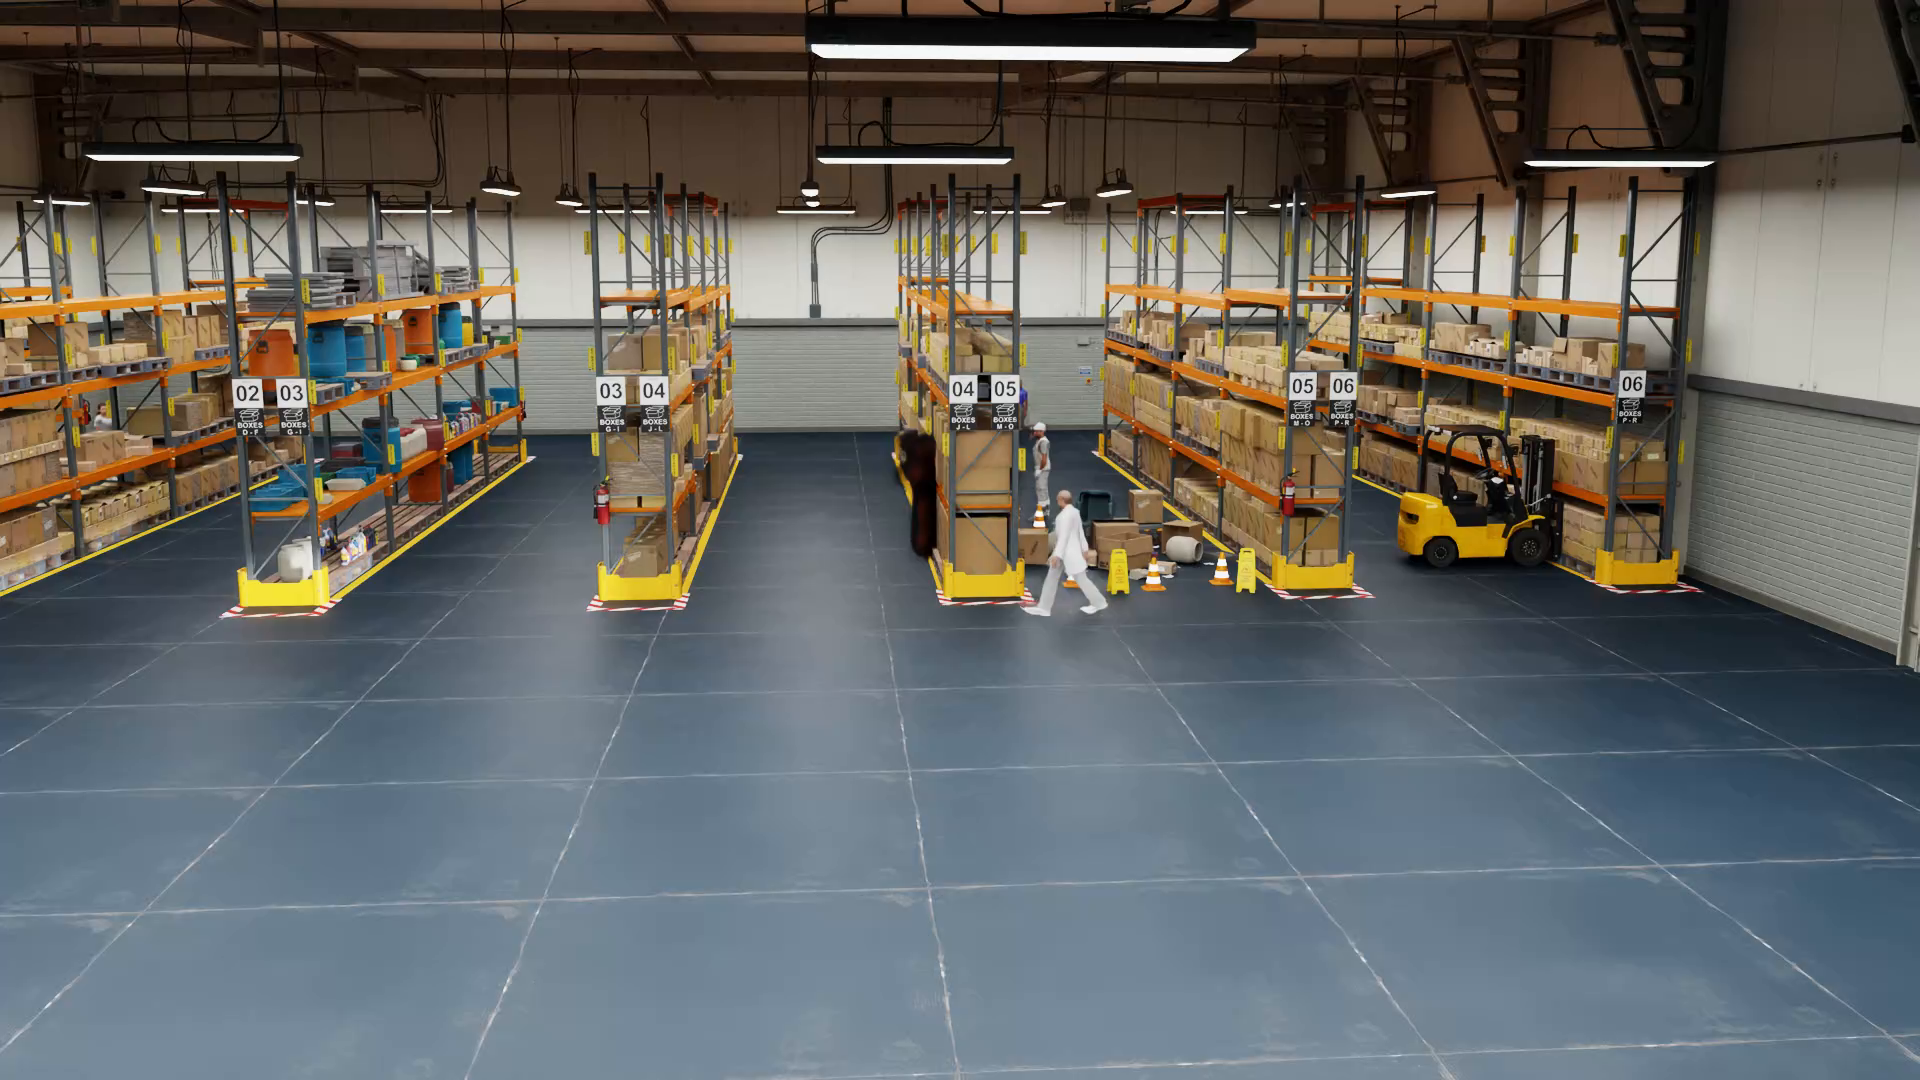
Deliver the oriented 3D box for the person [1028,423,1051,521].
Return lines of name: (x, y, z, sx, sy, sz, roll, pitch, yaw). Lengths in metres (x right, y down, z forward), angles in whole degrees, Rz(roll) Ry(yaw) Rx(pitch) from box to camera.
person: (1.465, -1.270, 30.675, 0.419, 1.792, 0.567, 0, 10, -1)

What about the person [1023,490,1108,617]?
person: (1.463, 0.188, 22.630, 1.119, 1.737, 0.512, -5, 11, -25)

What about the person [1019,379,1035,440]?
person: (1.548, -3.343, 42.859, 0.742, 1.616, 0.504, -6, 12, -32)

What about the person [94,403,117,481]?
person: (-18.428, -2.133, 35.969, 0.507, 1.674, 0.456, 0, 10, 3)
